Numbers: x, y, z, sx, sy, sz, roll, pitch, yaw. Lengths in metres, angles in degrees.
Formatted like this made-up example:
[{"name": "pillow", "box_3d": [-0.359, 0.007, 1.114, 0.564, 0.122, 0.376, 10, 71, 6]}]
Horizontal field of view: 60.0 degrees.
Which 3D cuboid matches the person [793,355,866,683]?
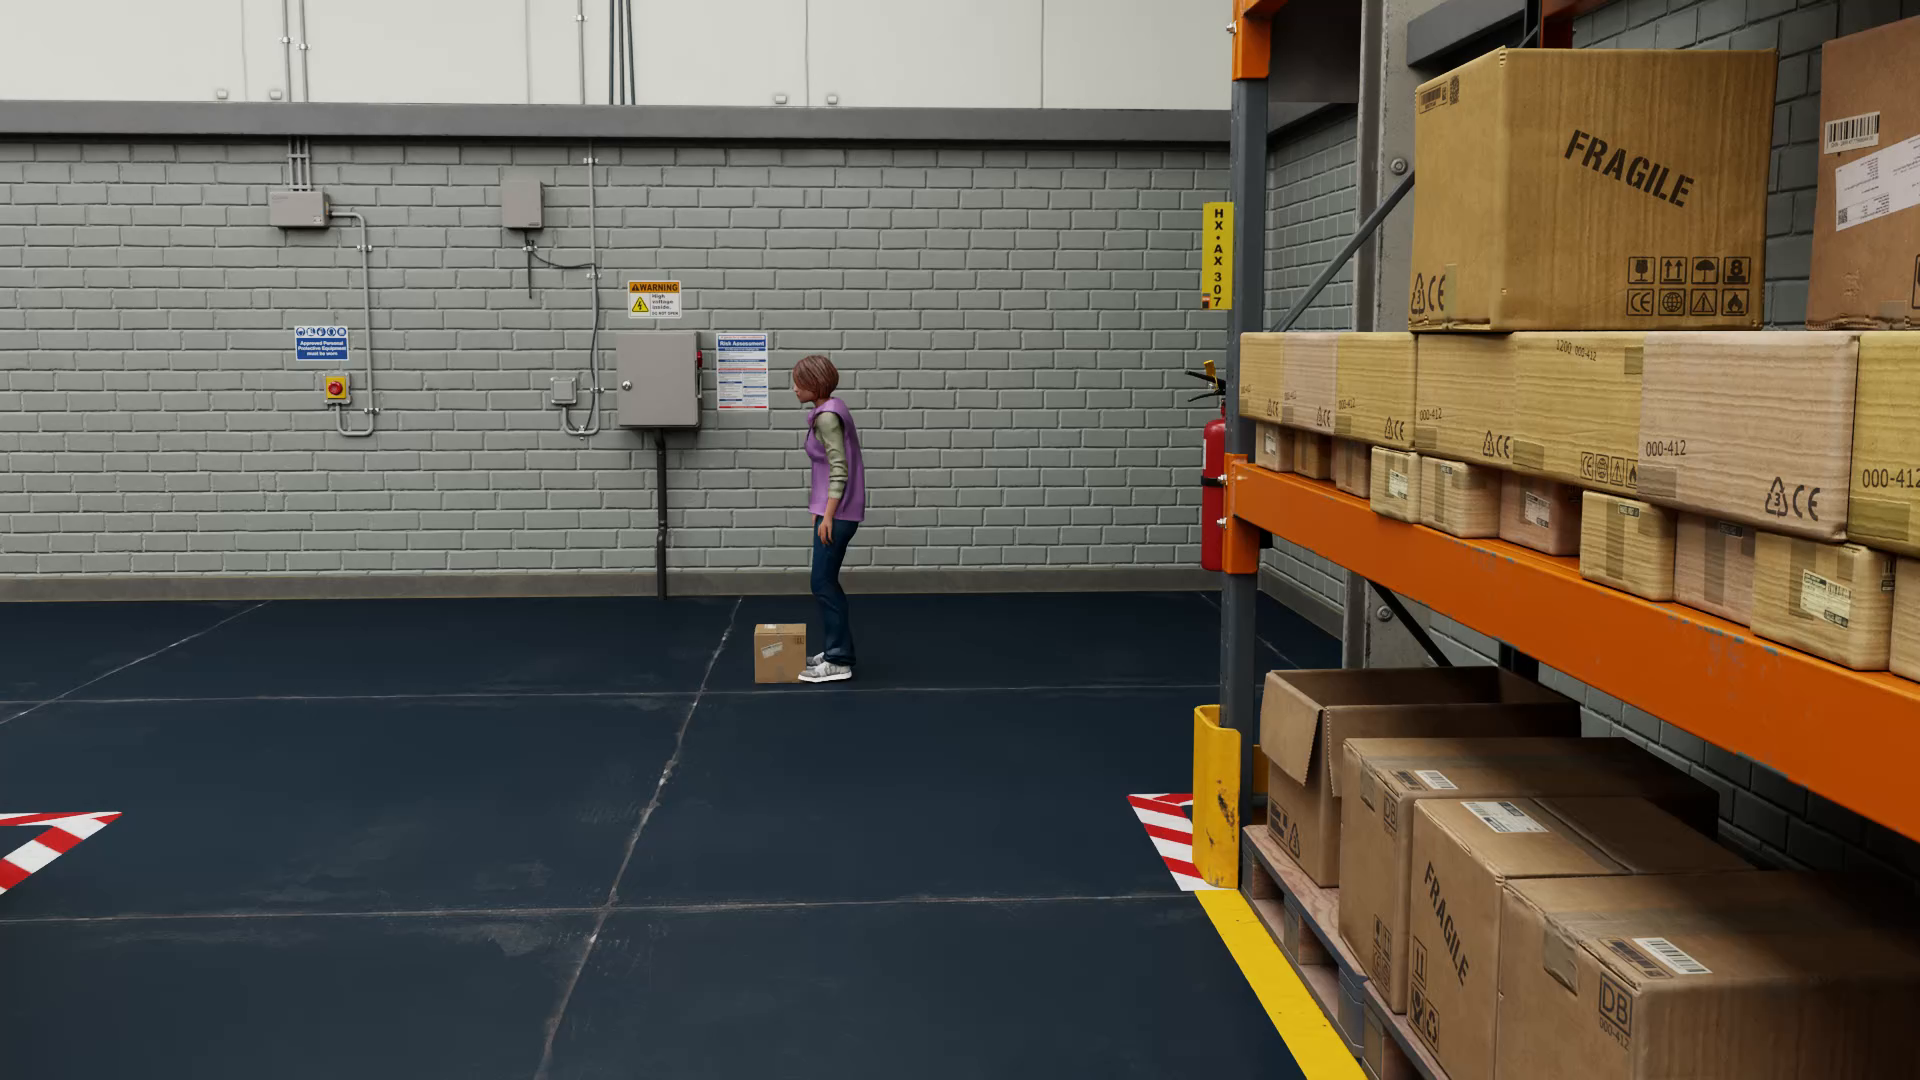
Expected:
[{"name": "person", "box_3d": [-0.642, -0.102, 8.175, 0.346, 1.581, 0.484, -1, 7, -7]}]
